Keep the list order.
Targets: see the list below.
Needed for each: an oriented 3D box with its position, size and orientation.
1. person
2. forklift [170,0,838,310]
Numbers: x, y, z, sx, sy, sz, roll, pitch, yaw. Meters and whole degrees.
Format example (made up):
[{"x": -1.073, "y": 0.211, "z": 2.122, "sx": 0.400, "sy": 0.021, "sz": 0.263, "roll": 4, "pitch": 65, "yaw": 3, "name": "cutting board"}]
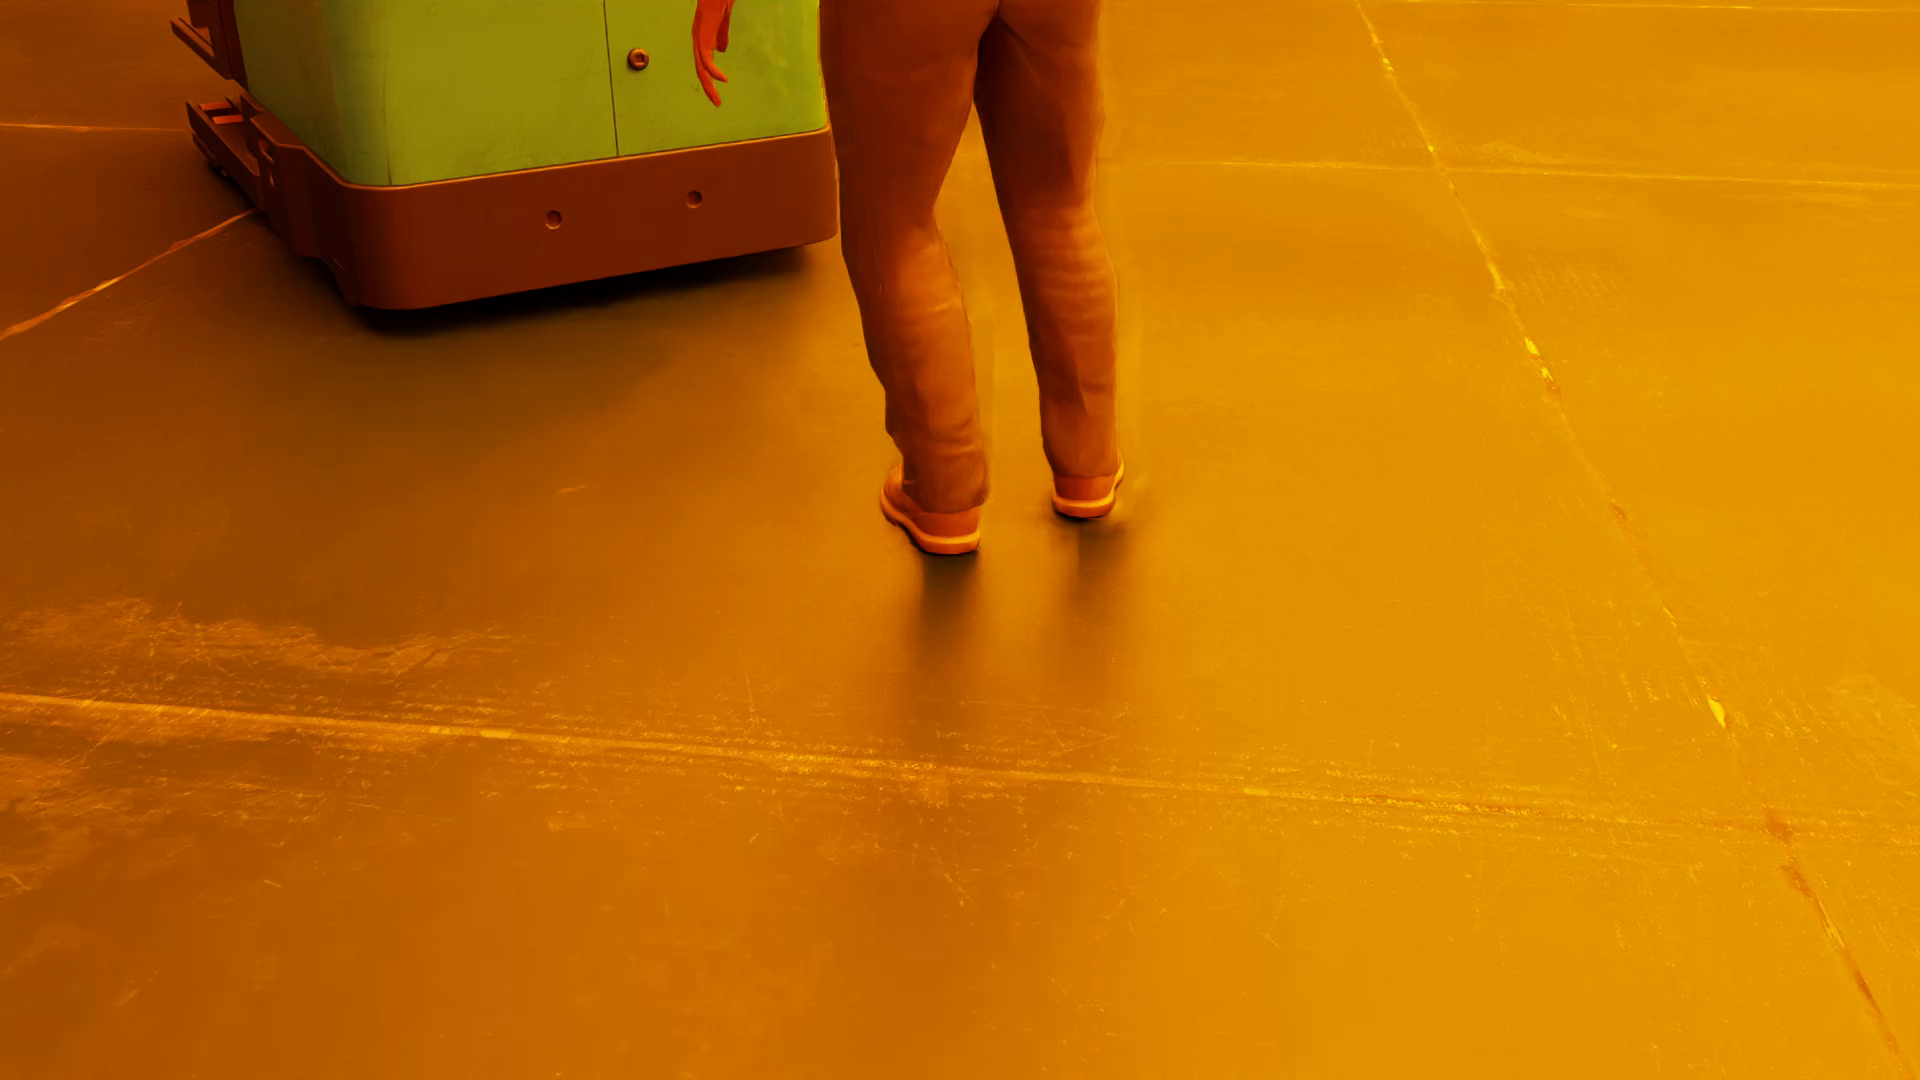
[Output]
[{"x": -0.001, "y": -0.751, "z": 2.177, "sx": 0.718, "sy": 1.651, "sz": 0.362, "roll": -15, "pitch": 30, "yaw": -28, "name": "person"}, {"x": -1.469, "y": -2.375, "z": 3.977, "sx": 1.130, "sy": 2.935, "sz": 3.031, "roll": -15, "pitch": 30, "yaw": -28, "name": "forklift"}]
